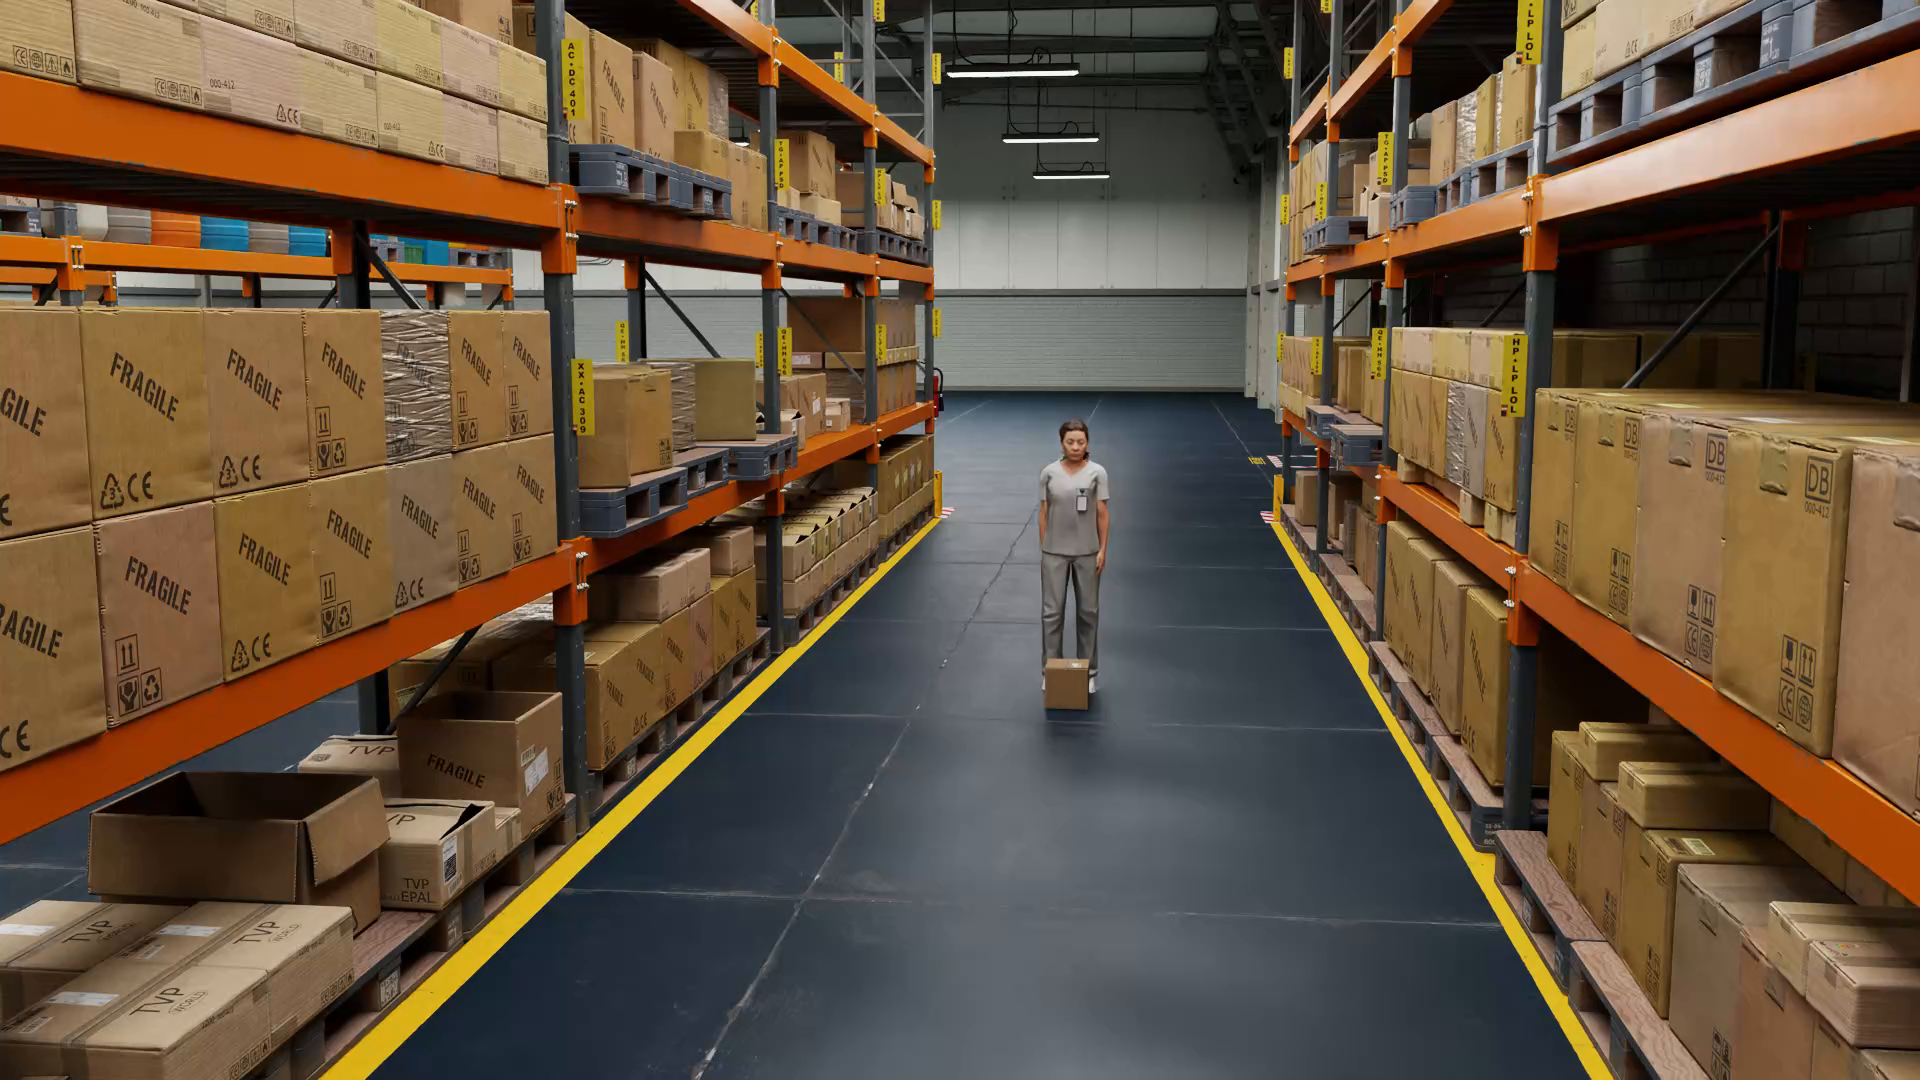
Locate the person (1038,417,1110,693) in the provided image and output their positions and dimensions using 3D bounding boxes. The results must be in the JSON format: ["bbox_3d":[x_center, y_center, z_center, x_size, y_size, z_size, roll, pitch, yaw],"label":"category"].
[{"bbox_3d":[0.694,0.090,10.191,0.439,1.681,0.363,1,8,7],"label":"person"}]
